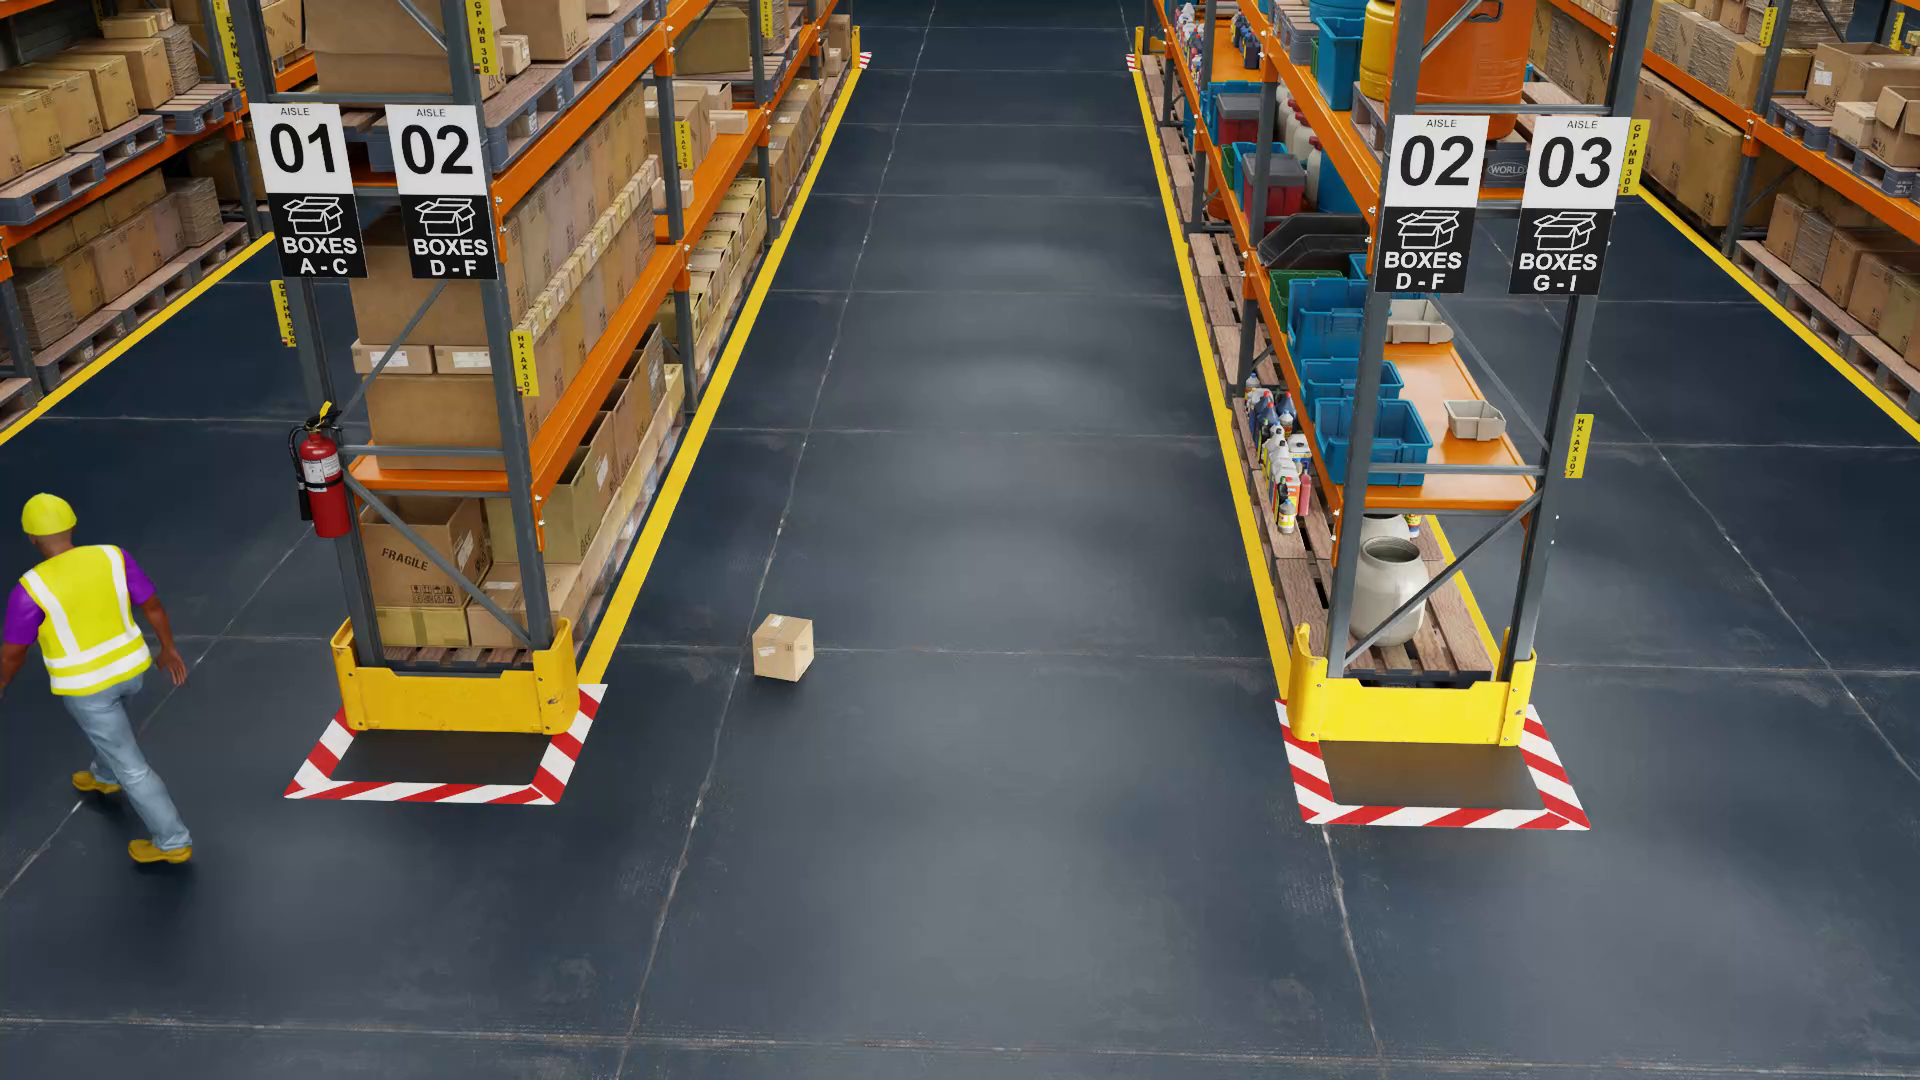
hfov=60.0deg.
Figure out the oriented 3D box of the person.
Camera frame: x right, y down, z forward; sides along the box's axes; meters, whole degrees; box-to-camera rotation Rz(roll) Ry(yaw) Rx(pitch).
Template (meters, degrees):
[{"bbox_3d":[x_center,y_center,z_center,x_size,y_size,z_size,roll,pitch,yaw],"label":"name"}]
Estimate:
[{"bbox_3d":[-3.924,0.572,7.508,1.052,1.698,0.640,15,31,26],"label":"person"}]
